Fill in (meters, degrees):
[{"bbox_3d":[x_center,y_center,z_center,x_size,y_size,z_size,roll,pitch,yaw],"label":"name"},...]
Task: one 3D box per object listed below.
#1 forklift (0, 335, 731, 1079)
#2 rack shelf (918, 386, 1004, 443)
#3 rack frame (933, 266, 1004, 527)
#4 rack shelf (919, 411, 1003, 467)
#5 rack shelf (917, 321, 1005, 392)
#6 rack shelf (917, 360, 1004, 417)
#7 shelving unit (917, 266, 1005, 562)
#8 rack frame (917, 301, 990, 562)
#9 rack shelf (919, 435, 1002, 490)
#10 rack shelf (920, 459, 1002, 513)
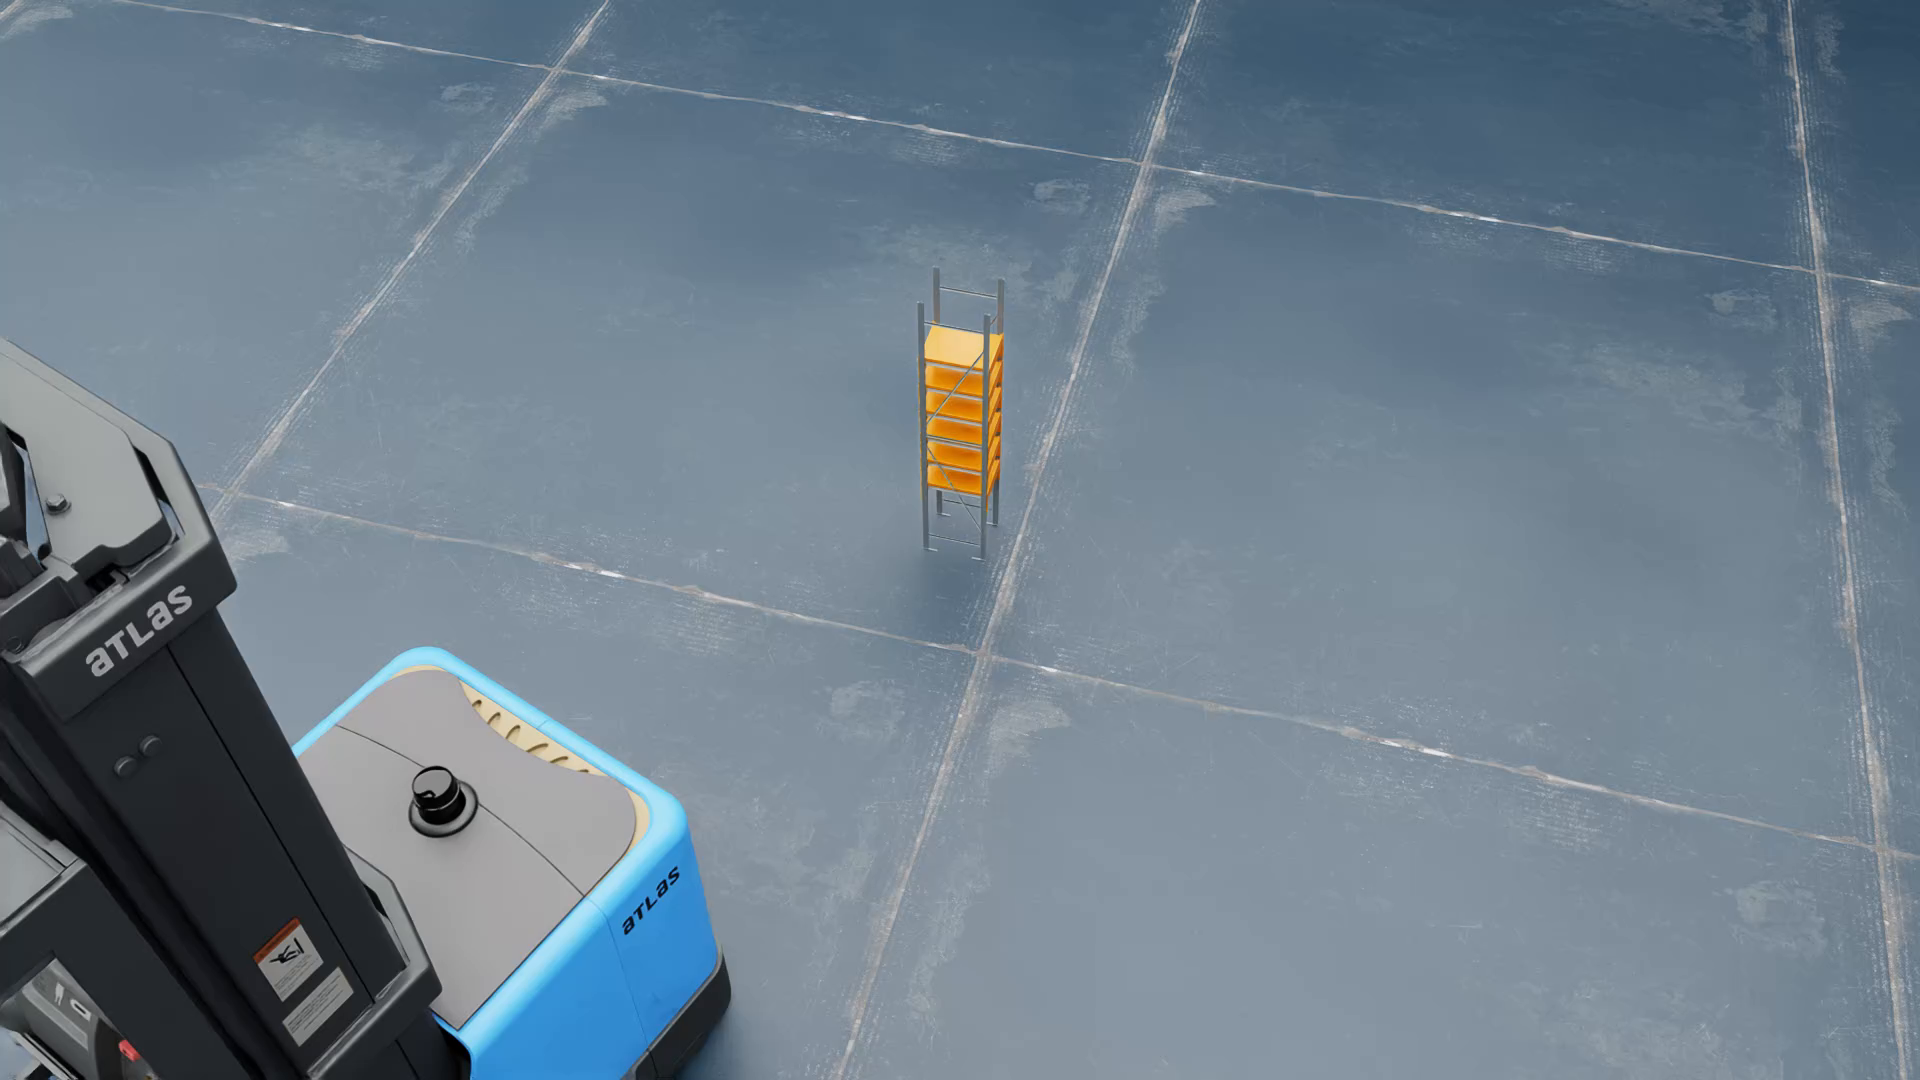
[{"bbox_3d":[-1.933,1.124,3.303,1.130,2.935,3.031,27,54,22],"label":"forklift"},{"bbox_3d":[0.004,-0.458,5.753,0.258,0.103,0.180,12,50,10],"label":"rack shelf"},{"bbox_3d":[0.028,-0.474,5.868,0.240,1.200,0.006,12,50,10],"label":"rack frame"},{"bbox_3d":[0.004,-0.378,5.843,0.258,0.103,0.180,12,50,10],"label":"rack shelf"},{"bbox_3d":[0.004,-0.616,5.573,0.258,0.103,0.180,12,50,10],"label":"rack shelf"},{"bbox_3d":[0.004,-0.537,5.663,0.258,0.103,0.180,12,50,10],"label":"rack shelf"},{"bbox_3d":[0.004,-0.408,5.809,0.258,1.200,0.189,12,50,10],"label":"shelving unit"},{"bbox_3d":[-0.020,-0.341,5.751,0.240,1.200,0.006,12,50,10],"label":"rack frame"},{"bbox_3d":[0.004,-0.299,5.933,0.258,0.103,0.180,12,50,10],"label":"rack shelf"},{"bbox_3d":[0.004,-0.219,6.023,0.258,0.103,0.180,12,50,10],"label":"rack shelf"}]
